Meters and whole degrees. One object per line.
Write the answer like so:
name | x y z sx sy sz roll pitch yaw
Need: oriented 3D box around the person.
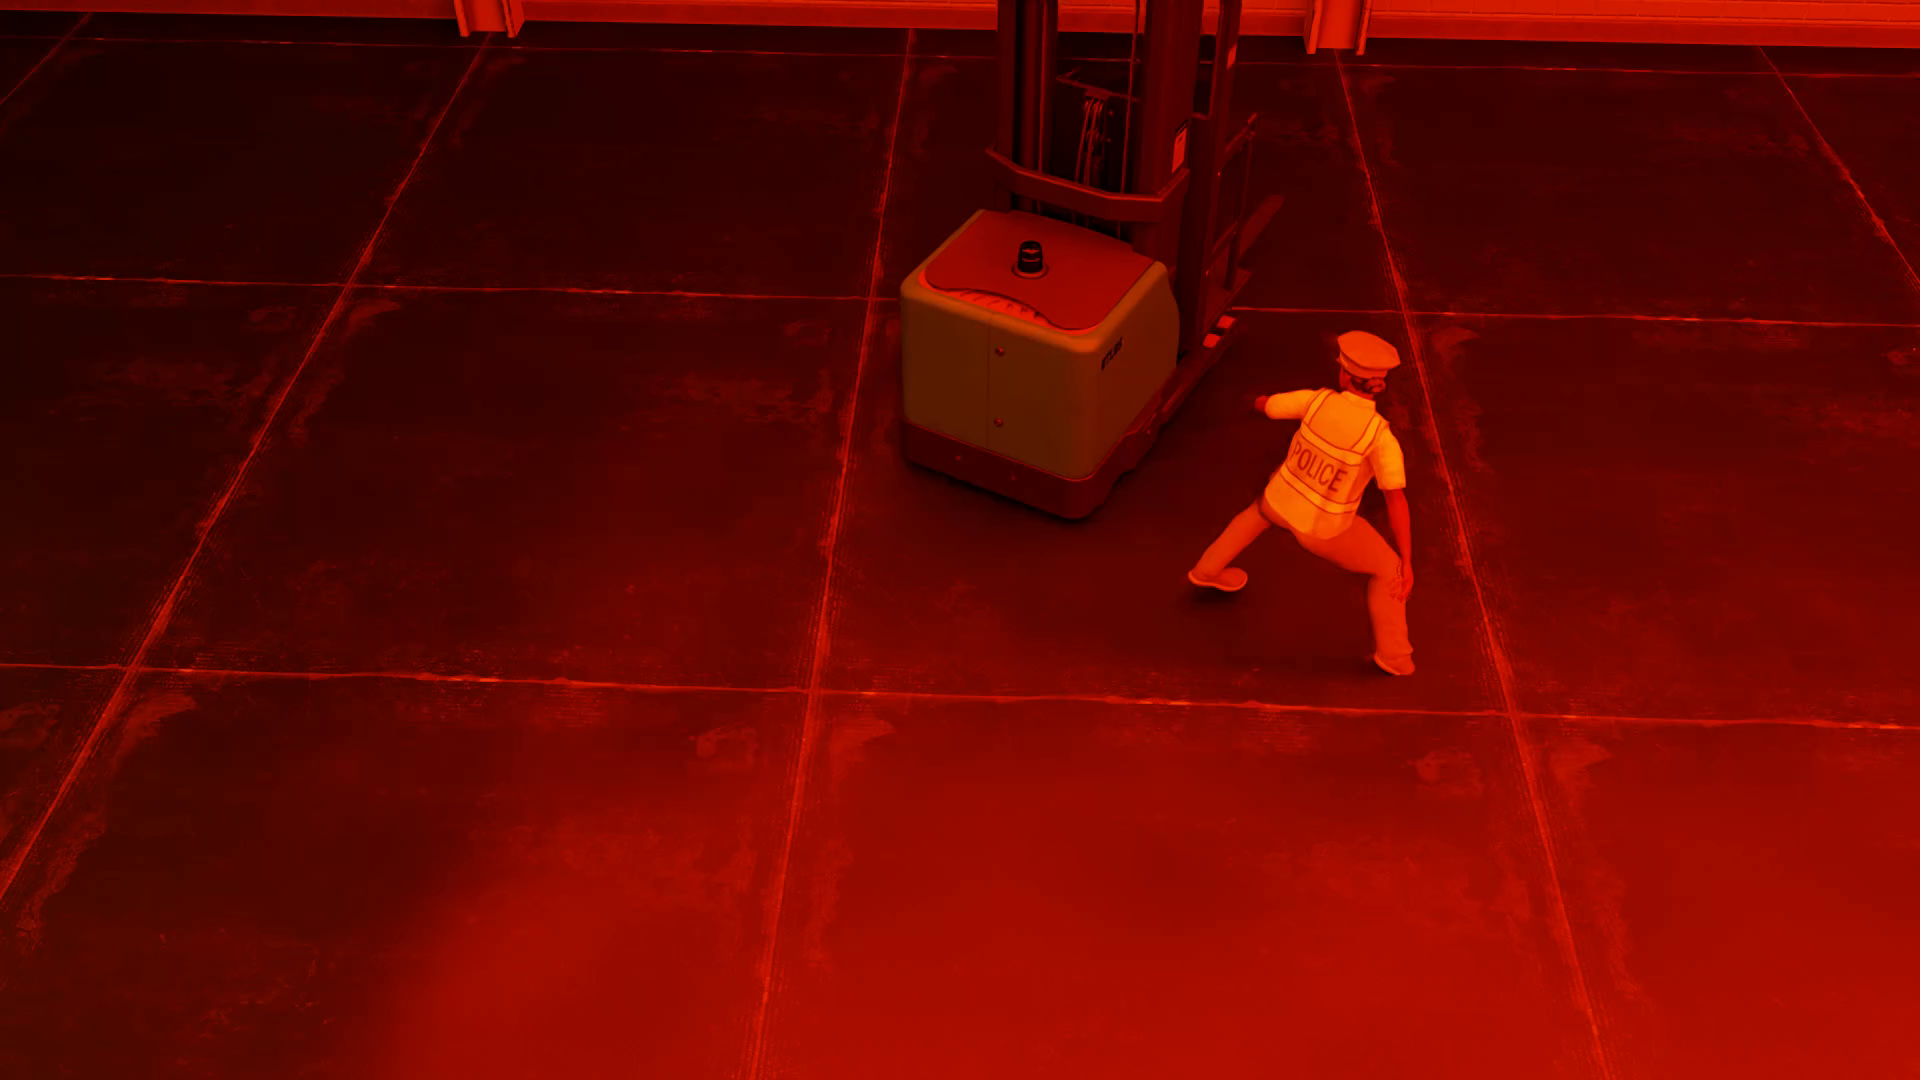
person | 1.566 -0.103 6.988 0.506 1.603 1.062 -30 50 -29

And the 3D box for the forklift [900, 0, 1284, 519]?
forklift | 0.874 -2.165 8.114 1.130 2.935 3.031 21 46 21
